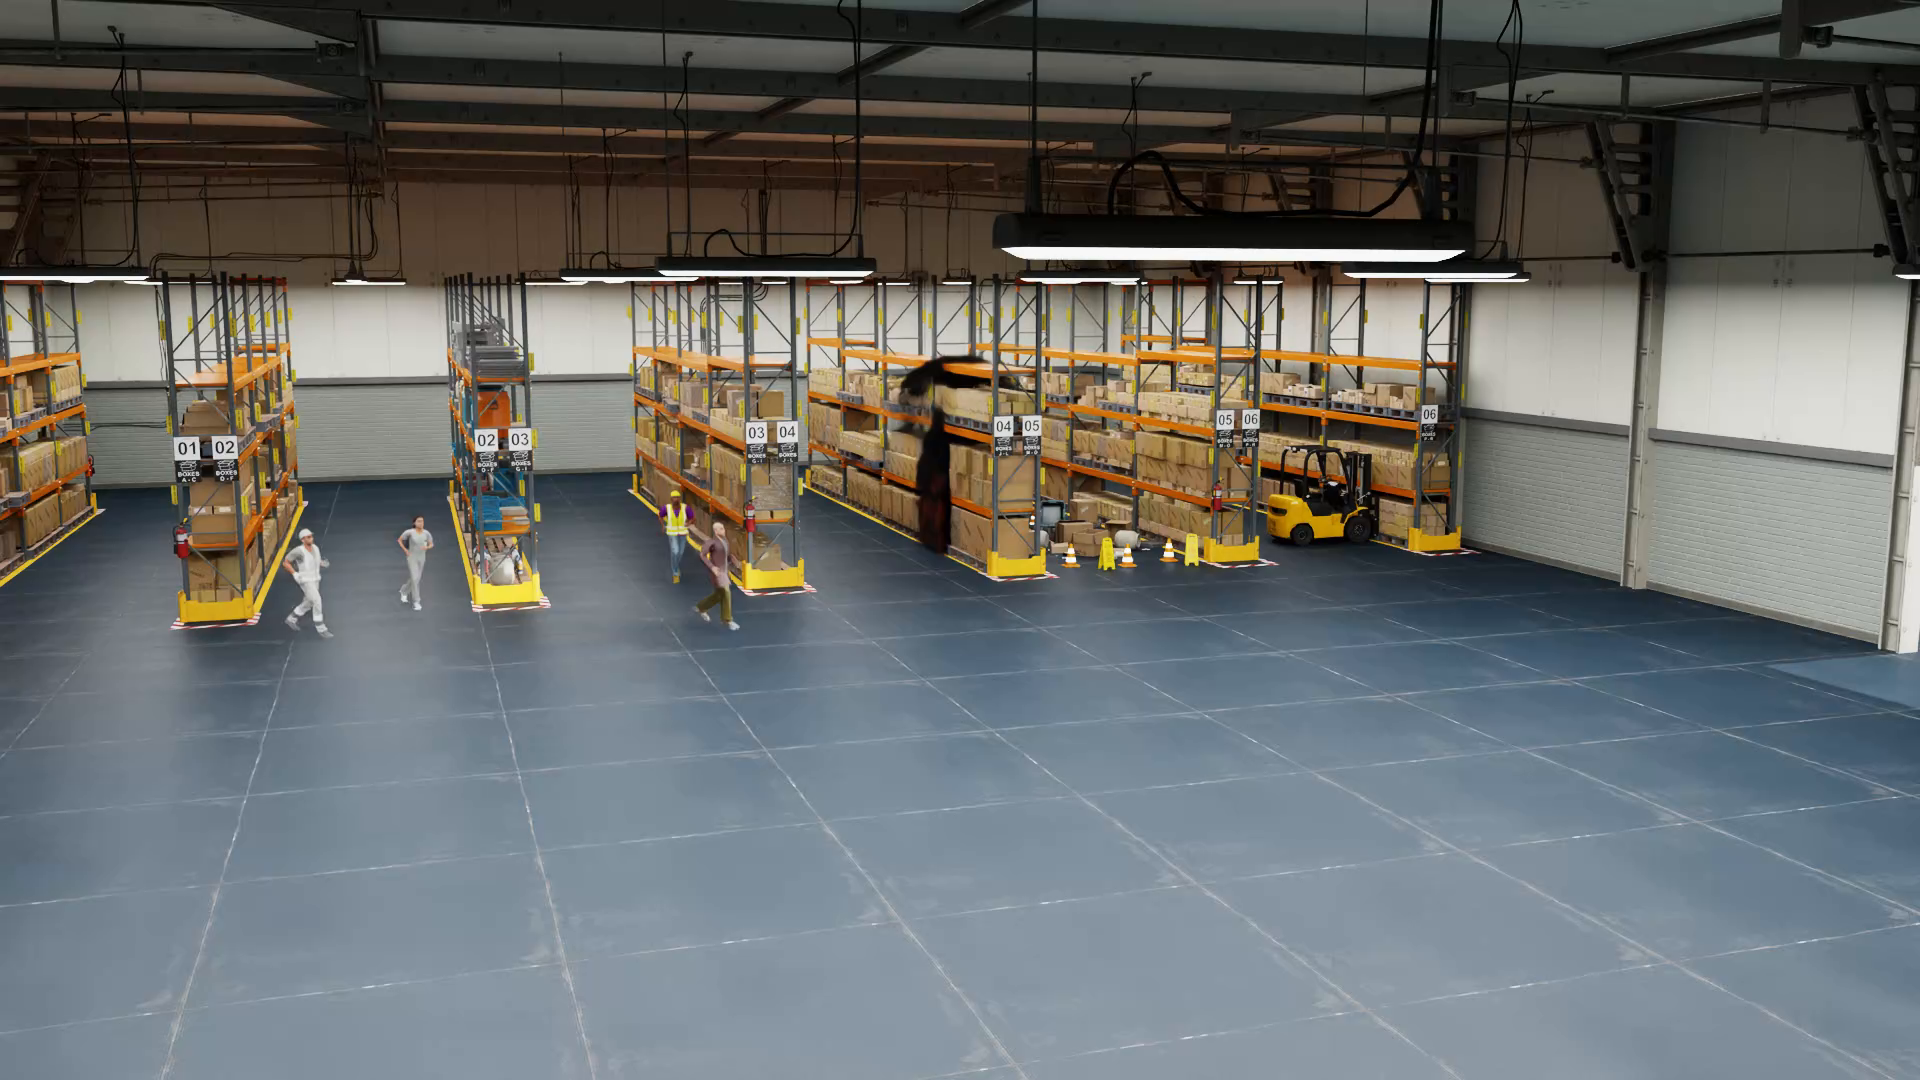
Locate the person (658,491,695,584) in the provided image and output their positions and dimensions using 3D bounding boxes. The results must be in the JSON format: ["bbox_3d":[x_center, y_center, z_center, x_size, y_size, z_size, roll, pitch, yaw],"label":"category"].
[{"bbox_3d":[-5.564,-0.078,32.778,0.686,1.827,0.781,-3,9,-20],"label":"person"}]

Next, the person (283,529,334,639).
[{"bbox_3d":[-10.764,0.703,27.470,0.929,1.803,0.634,2,9,13],"label":"person"}]

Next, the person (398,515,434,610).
[{"bbox_3d":[-9.856,0.403,30.204,0.593,1.631,0.896,-8,12,-42],"label":"person"}]

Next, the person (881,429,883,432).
[{"bbox_3d":[-2.562,-2.806,50.554,0.984,1.752,0.706,-5,10,-28],"label":"person"}]

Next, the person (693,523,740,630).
[{"bbox_3d":[-4.145,0.590,28.247,0.921,1.803,0.698,3,9,18],"label":"person"}]
